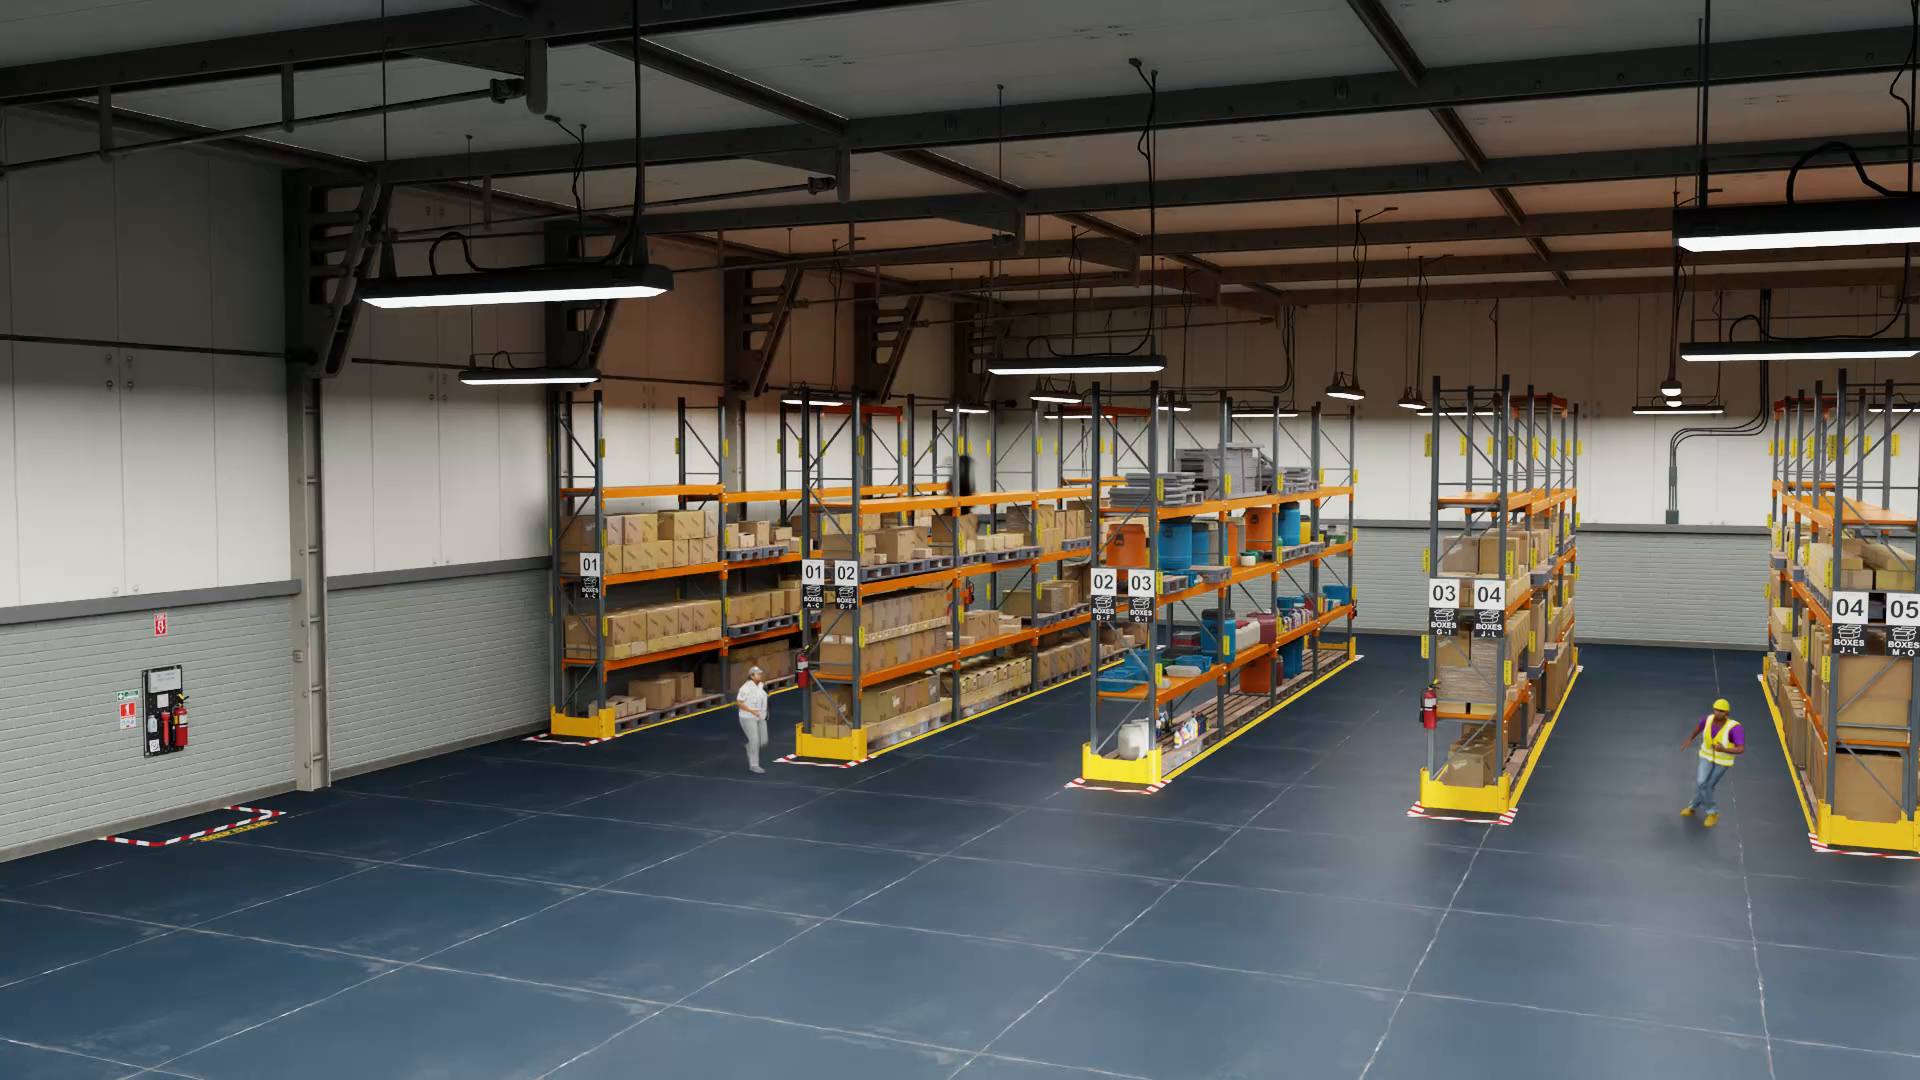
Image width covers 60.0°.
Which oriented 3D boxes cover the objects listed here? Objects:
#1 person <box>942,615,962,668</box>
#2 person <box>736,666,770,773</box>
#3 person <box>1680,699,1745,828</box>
[{"bbox_3d":[-0.234,2.250,35.110,0.634,1.613,0.928,1,3,11],"label":"person"},{"bbox_3d":[-3.225,2.776,25.780,0.592,1.644,0.596,3,4,41],"label":"person"},{"bbox_3d":[9.976,2.931,22.054,0.820,1.695,0.712,2,4,32],"label":"person"}]
